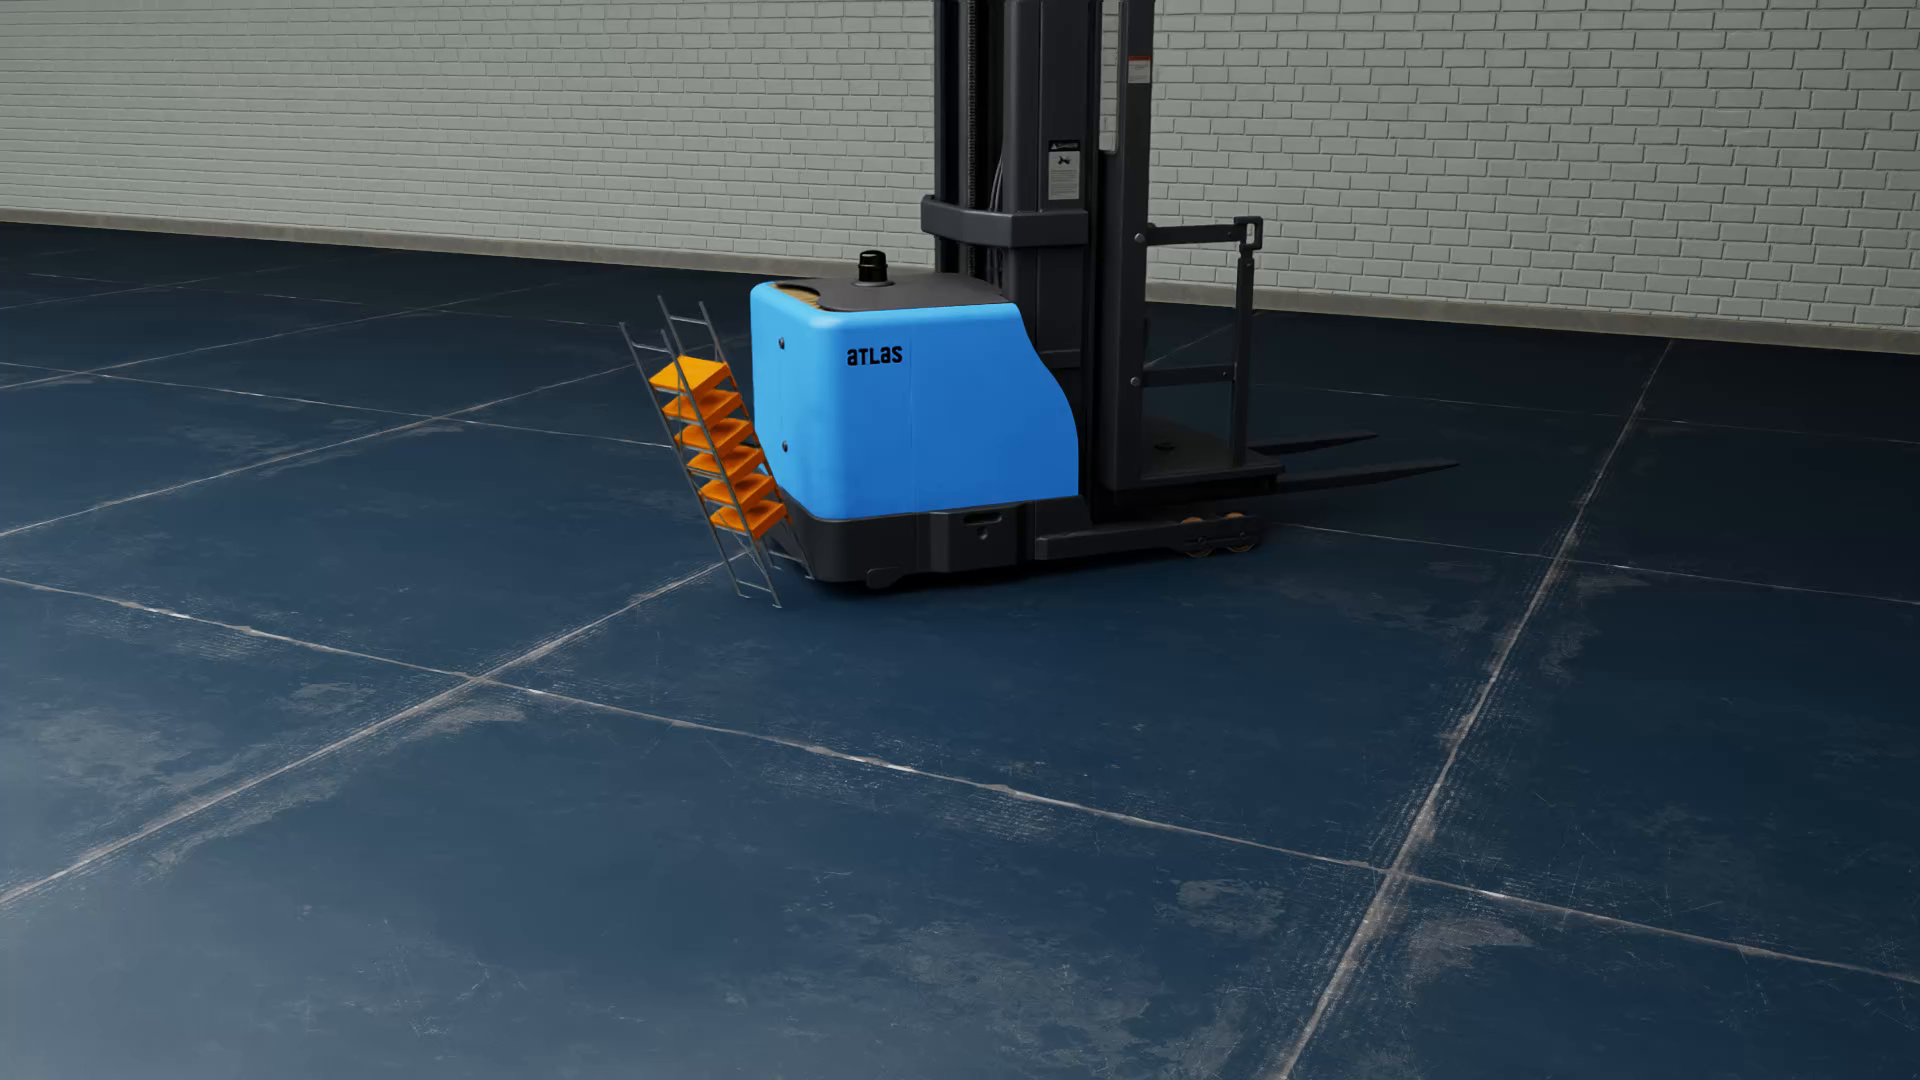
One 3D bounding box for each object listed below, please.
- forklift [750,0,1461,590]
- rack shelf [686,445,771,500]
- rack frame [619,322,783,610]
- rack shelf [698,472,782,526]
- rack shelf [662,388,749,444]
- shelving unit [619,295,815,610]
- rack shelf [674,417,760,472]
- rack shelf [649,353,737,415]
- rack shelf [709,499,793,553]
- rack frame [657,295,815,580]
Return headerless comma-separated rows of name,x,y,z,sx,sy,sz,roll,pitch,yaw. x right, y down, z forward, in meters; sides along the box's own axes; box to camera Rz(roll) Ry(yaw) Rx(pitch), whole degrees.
forklift,0.699,-1.464,6.805,3.031,2.935,1.130,-6,18,-21
rack shelf,-0.838,-0.259,5.970,0.258,0.103,0.180,14,45,39
rack frame,-0.905,-0.241,5.896,0.240,1.200,0.006,14,45,39
rack shelf,-0.806,-0.164,6.036,0.258,0.103,0.180,14,45,39
rack shelf,-0.902,-0.449,5.838,0.258,0.103,0.180,14,45,39
shelving unit,-0.850,-0.294,5.946,0.258,1.200,0.189,14,45,39
rack shelf,-0.870,-0.354,5.904,0.258,0.103,0.180,14,45,39
rack shelf,-0.934,-0.544,5.772,0.258,0.103,0.180,14,45,39
rack shelf,-0.774,-0.069,6.103,0.258,0.103,0.180,14,45,39
rack frame,-0.795,-0.347,5.996,0.240,1.200,0.006,14,45,39
